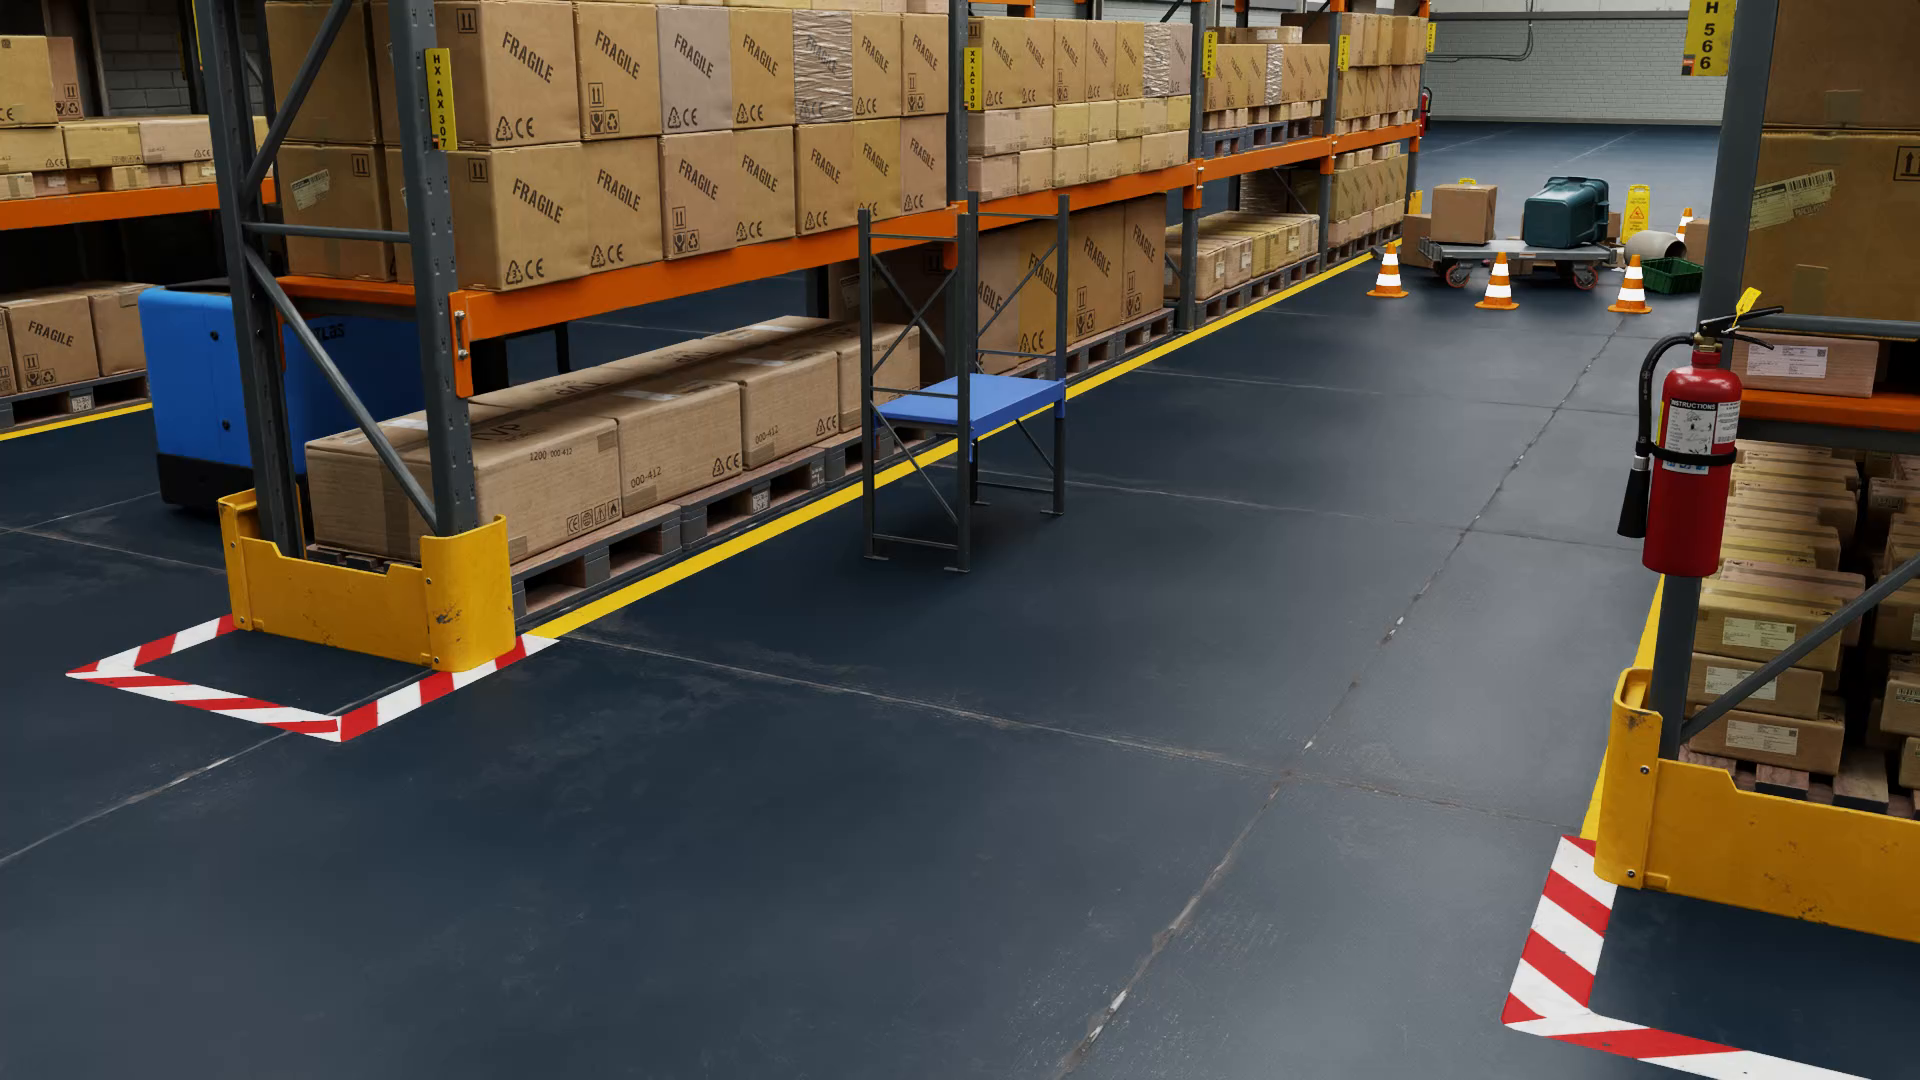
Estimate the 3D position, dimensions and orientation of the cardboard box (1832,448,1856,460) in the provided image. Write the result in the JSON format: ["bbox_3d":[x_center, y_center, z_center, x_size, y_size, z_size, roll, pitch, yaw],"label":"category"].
[{"bbox_3d":[3.364,-0.352,6.667,0.380,0.149,0.250,8,18,24],"label":"cardboard box"}]

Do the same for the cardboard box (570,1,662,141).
[{"bbox_3d":[-1.522,-1.827,6.476,0.500,0.500,0.500,8,18,24],"label":"cardboard box"}]

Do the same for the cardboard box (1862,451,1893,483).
[{"bbox_3d":[3.749,-0.302,6.497,0.380,0.149,0.250,9,19,27],"label":"cardboard box"}]

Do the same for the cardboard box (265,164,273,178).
[{"bbox_3d":[-4.788,-2.497,11.105,0.380,0.149,0.250,8,18,26],"label":"cardboard box"}]

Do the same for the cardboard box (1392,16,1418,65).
[{"bbox_3d":[4.532,-5.398,17.976,0.700,0.500,0.500,8,18,25],"label":"cardboard box"}]

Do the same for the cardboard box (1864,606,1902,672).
[{"bbox_3d":[2.924,0.308,4.965,0.380,0.149,0.250,8,18,26],"label":"cardboard box"}]

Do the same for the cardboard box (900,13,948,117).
[{"bbox_3d":[-0.393,-2.472,8.648,0.500,0.500,0.500,8,18,25],"label":"cardboard box"}]

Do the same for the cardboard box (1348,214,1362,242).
[{"bbox_3d":[3.880,-3.275,17.373,0.500,0.250,0.500,9,19,28],"label":"cardboard box"}]

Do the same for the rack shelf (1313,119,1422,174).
[{"bbox_3d":[4.040,-4.303,18.006,1.077,0.370,4.000,8,18,25],"label":"rack shelf"}]

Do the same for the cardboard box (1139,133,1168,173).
[{"bbox_3d":[1.151,-2.753,11.790,0.500,0.250,0.500,8,19,26],"label":"cardboard box"}]

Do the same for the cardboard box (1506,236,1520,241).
[{"bbox_3d":[6.155,-3.200,18.036,0.250,0.149,0.380,-11,20,-32],"label":"cardboard box"}]

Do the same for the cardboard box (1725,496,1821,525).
[{"bbox_3d":[2.676,-0.037,5.604,0.380,0.149,0.250,9,19,27],"label":"cardboard box"}]

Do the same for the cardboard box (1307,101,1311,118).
[{"bbox_3d":[3.029,-3.988,15.386,0.380,0.149,0.250,8,18,24],"label":"cardboard box"}]

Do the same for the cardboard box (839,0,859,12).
[{"bbox_3d":[-0.714,-2.637,8.064,0.380,0.149,0.250,8,18,25],"label":"cardboard box"}]

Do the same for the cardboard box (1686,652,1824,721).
[{"bbox_3d":[2.238,0.374,4.742,0.380,0.149,0.250,8,18,24],"label":"cardboard box"}]

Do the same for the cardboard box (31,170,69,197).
[{"bbox_3d":[-5.493,-2.106,9.789,0.380,0.149,0.250,8,18,25],"label":"cardboard box"}]

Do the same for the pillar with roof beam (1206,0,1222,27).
[{"bbox_3d":[8.587,-11.110,29.123,9.100,9.000,0.400,8,18,25],"label":"pillar with roof beam"}]

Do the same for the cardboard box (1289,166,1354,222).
[{"bbox_3d":[3.651,-3.497,16.804,0.500,0.500,0.500,9,19,28],"label":"cardboard box"}]

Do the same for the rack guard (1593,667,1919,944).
[{"bbox_3d":[2.291,0.701,4.285,1.175,0.500,0.348,8,18,25],"label":"rack guard"}]

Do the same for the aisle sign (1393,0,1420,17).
[{"bbox_3d":[5.220,-6.382,19.178,0.394,0.787,0.004,8,18,25],"label":"aisle sign"}]

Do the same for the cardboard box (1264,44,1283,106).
[{"bbox_3d":[2.455,-3.992,14.262,0.500,0.500,0.500,7,18,23],"label":"cardboard box"}]

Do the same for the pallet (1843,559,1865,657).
[{"bbox_3d":[3.232,0.328,6.050,1.003,0.211,1.213,8,18,25],"label":"pallet"}]

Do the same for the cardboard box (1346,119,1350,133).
[{"bbox_3d":[3.732,-4.200,16.837,0.380,0.149,0.250,8,18,25],"label":"cardboard box"}]

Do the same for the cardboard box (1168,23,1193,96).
[{"bbox_3d":[1.362,-3.481,12.046,0.500,0.500,0.500,8,18,24],"label":"cardboard box"}]

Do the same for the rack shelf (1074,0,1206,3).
[{"bbox_3d":[0.465,-3.703,10.718,1.077,0.370,4.000,8,18,25],"label":"rack shelf"}]

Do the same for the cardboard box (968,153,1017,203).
[{"bbox_3d":[0.004,-2.107,9.613,0.500,0.250,0.500,8,18,24],"label":"cardboard box"}]

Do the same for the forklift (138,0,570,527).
[{"bbox_3d":[-2.662,-1.835,8.553,1.130,2.935,3.031,9,19,27],"label":"forklift"}]

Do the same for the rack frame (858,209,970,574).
[{"bbox_3d":[-0.189,-0.611,6.948,0.500,1.500,0.032,8,18,25],"label":"rack frame"}]

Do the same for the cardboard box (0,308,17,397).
[{"bbox_3d":[-5.883,-1.072,9.517,0.700,0.500,0.500,9,19,28],"label":"cardboard box"}]

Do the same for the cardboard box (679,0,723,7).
[{"bbox_3d":[-1.217,-2.303,6.941,0.380,0.149,0.250,8,18,26],"label":"cardboard box"}]

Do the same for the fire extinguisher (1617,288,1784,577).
[{"bbox_3d":[1.732,-0.256,3.909,0.296,0.674,0.183,8,18,25],"label":"fire extinguisher"}]

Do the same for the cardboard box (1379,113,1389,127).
[{"bbox_3d":[4.449,-4.579,18.115,0.380,0.149,0.250,8,18,25],"label":"cardboard box"}]

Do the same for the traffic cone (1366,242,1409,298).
[{"bbox_3d":[3.844,-2.428,14.886,0.336,0.463,0.334,8,18,25],"label":"traffic cone"}]

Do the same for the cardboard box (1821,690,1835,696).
[{"bbox_3d":[2.526,0.392,5.204,0.380,0.149,0.250,8,18,25],"label":"cardboard box"}]

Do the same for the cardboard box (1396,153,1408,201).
[{"bbox_3d":[4.809,-4.162,19.045,0.500,0.500,0.500,8,18,26],"label":"cardboard box"}]

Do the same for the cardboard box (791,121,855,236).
[{"bbox_3d":[-0.844,-1.736,7.925,0.500,0.500,0.500,8,18,25],"label":"cardboard box"}]

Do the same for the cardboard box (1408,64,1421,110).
[{"bbox_3d":[4.937,-5.174,18.979,0.500,0.500,0.500,8,18,24],"label":"cardboard box"}]

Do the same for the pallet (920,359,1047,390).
[{"bbox_3d":[-0.151,-0.970,10.419,1.003,0.211,1.213,8,18,25],"label":"pallet"}]

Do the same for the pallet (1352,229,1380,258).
[{"bbox_3d":[3.958,-3.289,18.227,1.003,0.211,1.213,8,18,25],"label":"pallet"}]

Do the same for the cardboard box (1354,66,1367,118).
[{"bbox_3d":[3.795,-4.536,16.830,0.500,0.500,0.500,8,18,25],"label":"cardboard box"}]

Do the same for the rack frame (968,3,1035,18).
[{"bbox_3d":[0.491,-5.788,21.742,1.000,3.000,0.127,8,18,25],"label":"rack frame"}]

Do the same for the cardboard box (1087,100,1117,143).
[{"bbox_3d":[0.701,-2.735,10.850,0.500,0.250,0.500,7,18,24],"label":"cardboard box"}]

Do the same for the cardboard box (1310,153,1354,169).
[{"bbox_3d":[3.761,-3.832,16.793,0.380,0.149,0.250,8,18,26],"label":"cardboard box"}]

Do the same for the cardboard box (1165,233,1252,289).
[{"bbox_3d":[1.943,-2.393,14.189,0.950,0.372,0.625,8,18,24],"label":"cardboard box"}]

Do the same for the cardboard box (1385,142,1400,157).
[{"bbox_3d":[4.705,-4.371,18.609,0.380,0.149,0.250,9,19,27],"label":"cardboard box"}]

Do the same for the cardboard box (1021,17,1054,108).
[{"bbox_3d":[0.228,-2.836,9.873,0.500,0.500,0.500,8,18,25],"label":"cardboard box"}]

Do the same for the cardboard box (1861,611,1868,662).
[{"bbox_3d":[3.167,0.326,5.429,0.380,0.149,0.250,8,18,26],"label":"cardboard box"}]

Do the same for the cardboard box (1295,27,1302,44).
[{"bbox_3d":[2.845,-4.517,14.890,0.380,0.149,0.250,8,18,24],"label":"cardboard box"}]

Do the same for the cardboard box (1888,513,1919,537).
[{"bbox_3d":[3.207,0.036,5.360,0.380,0.149,0.250,9,19,28],"label":"cardboard box"}]

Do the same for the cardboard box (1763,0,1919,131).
[{"bbox_3d":[2.239,-1.296,4.164,0.500,0.500,0.500,8,18,24],"label":"cardboard box"}]

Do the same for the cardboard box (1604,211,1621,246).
[{"bbox_3d":[6.413,-3.191,17.383,0.797,0.503,0.637,-4,17,-13],"label":"cardboard box"}]

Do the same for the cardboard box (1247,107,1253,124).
[{"bbox_3d":[2.261,-3.606,14.102,0.380,0.149,0.250,9,19,28],"label":"cardboard box"}]

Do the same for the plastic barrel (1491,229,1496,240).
[{"bbox_3d":[5.365,-3.203,17.566,0.421,0.421,0.512,-7,18,-22],"label":"plastic barrel"}]

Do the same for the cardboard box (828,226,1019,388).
[{"bbox_3d":[-0.223,-1.451,10.136,0.875,0.875,0.875,9,19,27],"label":"cardboard box"}]

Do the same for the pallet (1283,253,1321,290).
[{"bbox_3d":[2.799,-2.603,15.917,1.003,0.211,1.213,8,18,25],"label":"pallet"}]

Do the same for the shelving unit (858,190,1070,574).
[{"bbox_3d":[0.038,-0.741,7.384,0.538,1.500,1.048,8,18,25],"label":"shelving unit"}]

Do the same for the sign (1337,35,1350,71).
[{"bbox_3d":[3.644,-4.623,15.789,0.100,0.325,0.005,8,18,25],"label":"sign"}]

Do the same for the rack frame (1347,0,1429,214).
[{"bbox_3d":[4.933,-5.157,19.619,1.000,3.000,0.127,8,18,25],"label":"rack frame"}]
